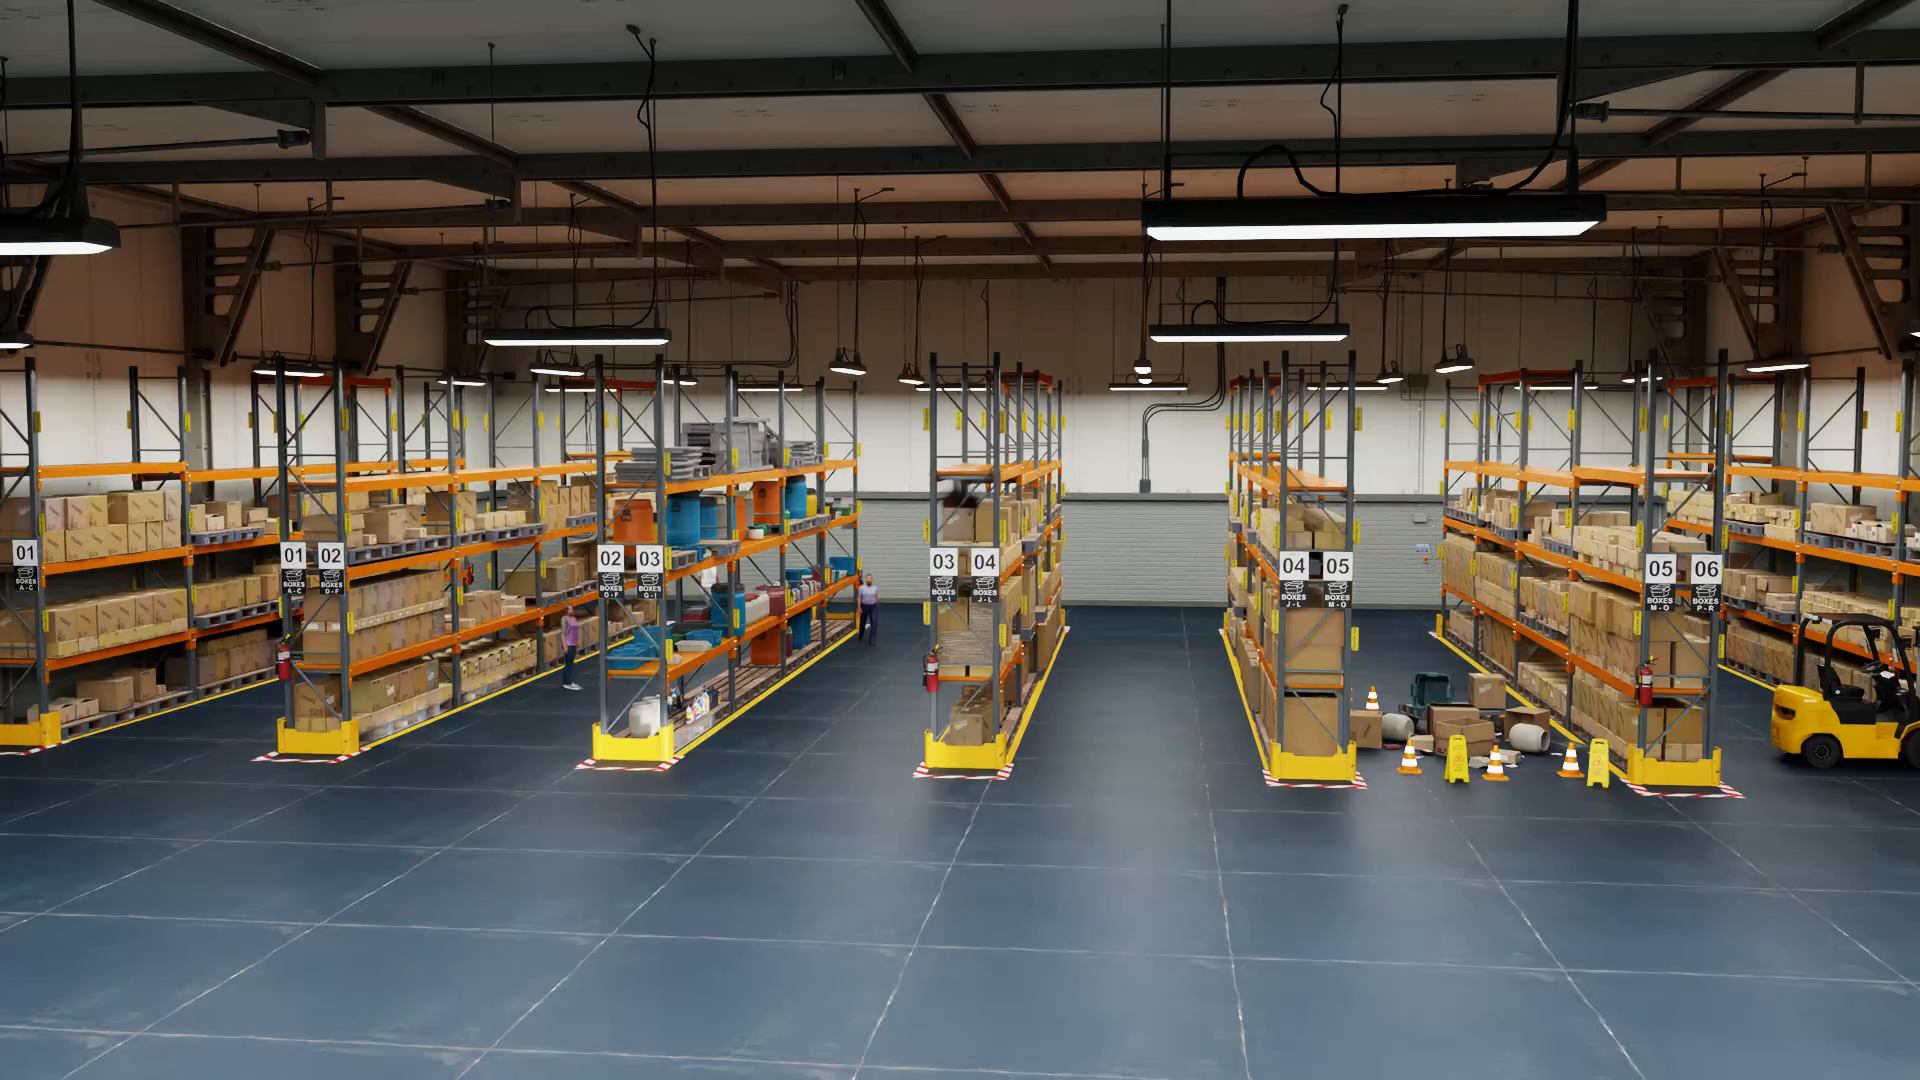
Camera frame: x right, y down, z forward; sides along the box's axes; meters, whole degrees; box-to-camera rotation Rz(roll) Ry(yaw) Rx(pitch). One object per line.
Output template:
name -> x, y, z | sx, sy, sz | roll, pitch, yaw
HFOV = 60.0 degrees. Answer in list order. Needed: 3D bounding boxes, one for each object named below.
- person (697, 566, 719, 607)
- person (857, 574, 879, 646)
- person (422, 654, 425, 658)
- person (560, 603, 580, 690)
person -> -6.213, 1.180, 41.296 | 0.627, 1.759, 0.474 | -3, 5, -39
person -> -2.053, 1.553, 37.285 | 0.512, 1.598, 0.846 | -1, 4, -10
person -> -10.699, 1.871, 32.291 | 0.642, 1.620, 1.028 | 1, 4, 8
person -> -7.311, 1.994, 31.329 | 0.382, 1.605, 0.447 | 0, 4, 7
